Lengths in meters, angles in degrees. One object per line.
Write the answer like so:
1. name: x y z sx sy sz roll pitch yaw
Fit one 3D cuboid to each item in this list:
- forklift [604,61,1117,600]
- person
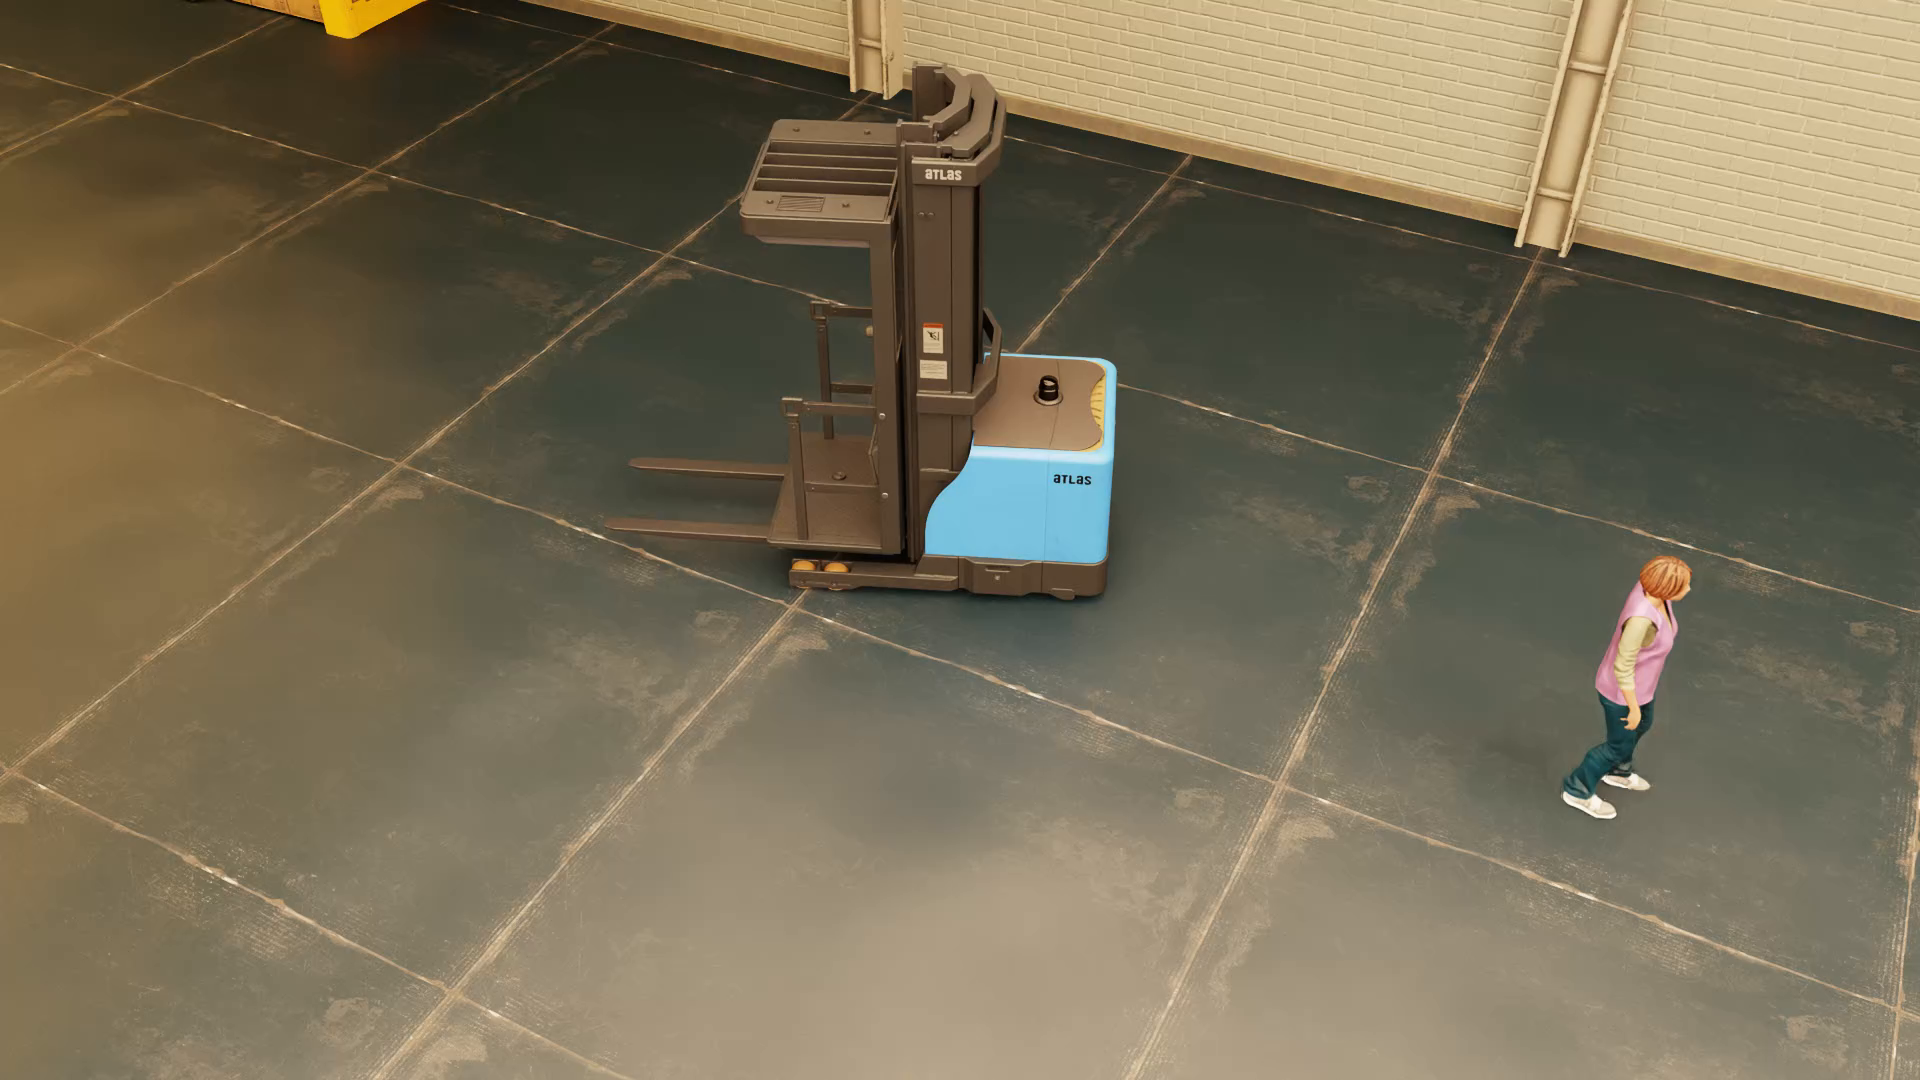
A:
1. forklift: -0.606 -1.157 9.360 3.031 2.935 1.130 3 40 4
2. person: 3.347 0.740 8.174 0.432 1.622 0.493 19 44 21
